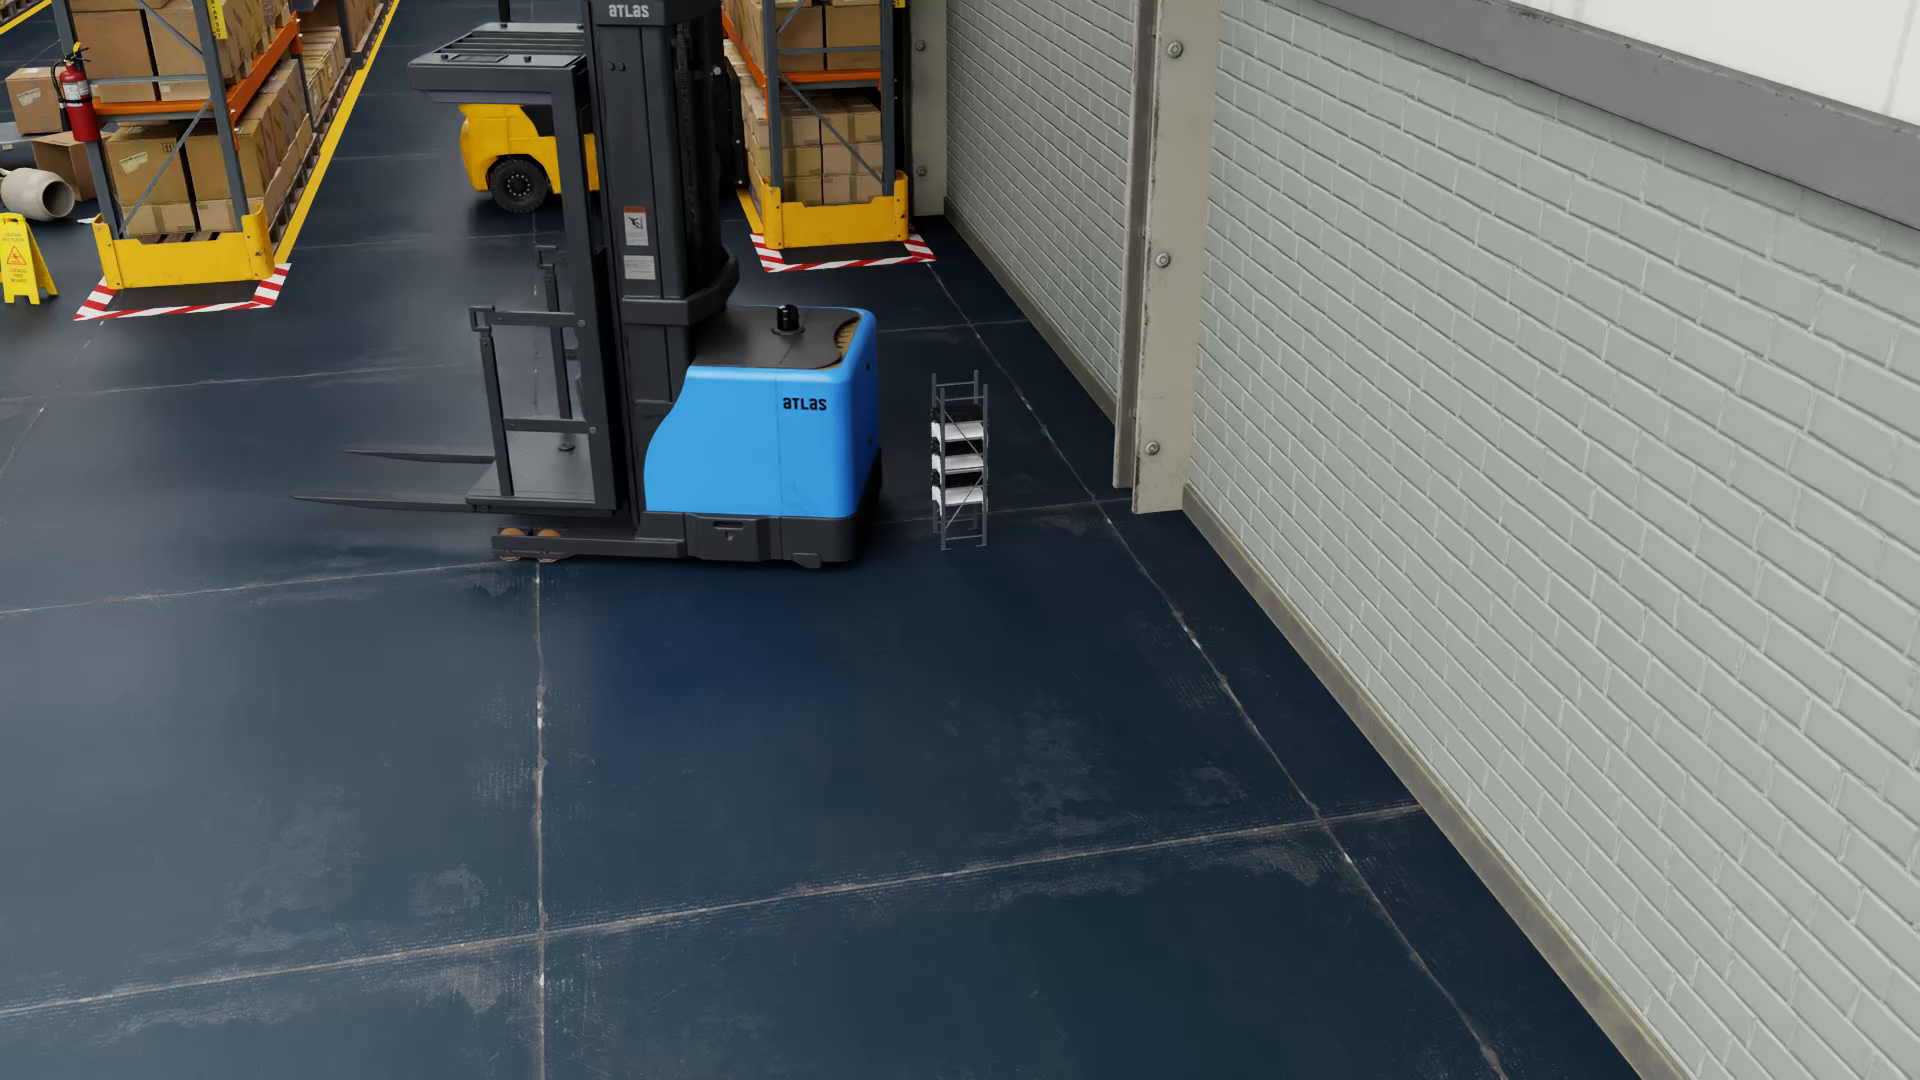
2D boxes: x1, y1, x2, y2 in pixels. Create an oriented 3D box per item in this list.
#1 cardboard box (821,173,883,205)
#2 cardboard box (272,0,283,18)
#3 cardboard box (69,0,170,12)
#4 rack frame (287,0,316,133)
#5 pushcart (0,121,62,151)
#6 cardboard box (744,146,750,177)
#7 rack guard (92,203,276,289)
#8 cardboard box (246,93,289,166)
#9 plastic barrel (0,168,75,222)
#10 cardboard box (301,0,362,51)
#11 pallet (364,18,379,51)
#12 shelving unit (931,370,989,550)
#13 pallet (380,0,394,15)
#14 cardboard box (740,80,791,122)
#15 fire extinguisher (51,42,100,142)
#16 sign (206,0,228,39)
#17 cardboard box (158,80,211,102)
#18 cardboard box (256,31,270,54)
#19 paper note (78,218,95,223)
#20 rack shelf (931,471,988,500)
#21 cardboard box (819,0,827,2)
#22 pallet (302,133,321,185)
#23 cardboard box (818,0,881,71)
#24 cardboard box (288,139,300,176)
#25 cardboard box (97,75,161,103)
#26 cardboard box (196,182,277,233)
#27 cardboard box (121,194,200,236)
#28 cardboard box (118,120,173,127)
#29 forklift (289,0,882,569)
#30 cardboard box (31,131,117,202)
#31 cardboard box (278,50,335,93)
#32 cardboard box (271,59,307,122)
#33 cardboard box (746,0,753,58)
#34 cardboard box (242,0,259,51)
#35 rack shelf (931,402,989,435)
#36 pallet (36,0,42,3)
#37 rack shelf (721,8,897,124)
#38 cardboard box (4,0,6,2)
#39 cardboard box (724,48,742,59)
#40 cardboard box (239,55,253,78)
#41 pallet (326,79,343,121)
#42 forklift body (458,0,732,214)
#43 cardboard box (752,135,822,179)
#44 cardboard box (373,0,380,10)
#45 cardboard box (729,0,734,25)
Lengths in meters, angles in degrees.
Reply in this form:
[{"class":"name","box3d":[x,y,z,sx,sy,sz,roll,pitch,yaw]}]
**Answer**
[{"class":"cardboard box","box3d":[-0.940,-3.015,13.981,0.500,0.250,0.500,-6,27,-11]},{"class":"cardboard box","box3d":[-6.292,-4.853,14.594,0.500,0.500,0.500,-5,27,-10]},{"class":"cardboard box","box3d":[-6.183,-4.140,12.073,0.700,0.500,0.500,-7,28,-13]},{"class":"rack frame","box3d":[-6.757,-5.070,15.466,1.000,3.000,0.127,-6,27,-12]},{"class":"pushcart","box3d":[-8.967,-3.646,15.555,1.648,0.377,0.936,-16,31,-29]},{"class":"cardboard box","box3d":[-1.641,-3.394,14.731,0.500,0.250,0.500,-6,27,-11]},{"class":"rack guard","box3d":[-5.873,-2.232,12.617,1.175,0.500,0.348,-6,27,-12]},{"class":"cardboard box","box3d":[-6.001,-3.452,14.013,0.500,0.500,0.500,-5,27,-11]},{"class":"plastic barrel","box3d":[-7.796,-2.917,14.060,0.512,0.421,0.421,13,30,24]},{"class":"cardboard box","box3d":[-7.733,-6.377,19.947,0.875,0.875,0.875,-6,27,-12]},{"class":"pallet","box3d":[-8.034,-6.470,21.334,1.003,0.211,1.213,-6,27,-12]},{"class":"shelving unit","box3d":[-0.002,-0.405,8.554,0.258,0.900,0.210,-6,27,-12]},{"class":"pallet","box3d":[-8.655,-7.679,23.730,1.003,0.211,1.213,-6,27,-12]},{"class":"cardboard box","box3d":[-1.672,-3.841,14.506,0.500,0.250,0.500,-6,27,-11]},{"class":"fire extinguisher","box3d":[-6.279,-3.183,11.813,0.296,0.674,0.183,-6,27,-12]},{"class":"sign","box3d":[-5.327,-3.756,11.902,0.100,0.325,0.005,-6,27,-12]},{"class":"cardboard box","box3d":[-5.730,-3.372,12.381,0.380,0.149,0.250,-6,27,-11]},{"class":"cardboard box","box3d":[-6.033,-4.178,13.977,0.380,0.149,0.250,-6,27,-11]},{"class":"paper note","box3d":[-7.391,-2.712,14.090,0.142,0.019,0.148,-16,31,-29]},{"class":"rack shelf","box3d":[-0.002,-0.295,8.610,0.258,0.077,0.200,-6,27,-12]},{"class":"cardboard box","box3d":[-0.962,-4.431,13.370,0.380,0.149,0.250,-6,27,-12]},{"class":"pallet","box3d":[-6.571,-3.534,15.518,1.003,0.211,1.213,-6,27,-12]},{"class":"cardboard box","box3d":[-0.861,-4.110,13.453,0.500,0.500,0.500,-5,27,-10]},{"class":"cardboard box","box3d":[-6.122,-3.342,14.627,0.500,0.250,0.500,-6,27,-11]},{"class":"cardboard box","box3d":[-6.148,-3.345,12.326,0.380,0.149,0.250,-5,27,-10]},{"class":"cardboard box","box3d":[-5.768,-2.656,13.270,0.500,0.250,0.500,-6,27,-12]},{"class":"cardboard box","box3d":[-6.305,-2.612,13.182,0.500,0.250,0.500,-6,27,-12]},{"class":"cardboard box","box3d":[-6.438,-3.378,13.147,0.380,0.149,0.250,-5,27,-10]},{"class":"forklift","box3d":[-1.978,-1.426,8.322,3.031,2.935,1.130,2,27,5]},{"class":"cardboard box","box3d":[-7.841,-3.347,14.823,0.500,0.500,0.500,13,30,24]},{"class":"cardboard box","box3d":[-7.201,-4.935,17.649,0.950,0.372,0.625,-5,27,-10]},{"class":"cardboard box","box3d":[-6.362,-4.133,15.362,0.500,0.500,0.500,-6,27,-12]},{"class":"cardboard box","box3d":[-1.495,-4.283,13.795,0.500,0.500,0.500,-5,27,-10]},{"class":"cardboard box","box3d":[-5.928,-4.178,13.258,0.500,0.500,0.500,-6,27,-13]},{"class":"rack shelf","box3d":[-0.002,-0.617,8.448,0.258,0.077,0.200,-6,27,-12]},{"class":"pallet","box3d":[-14.095,-8.153,24.668,1.003,0.211,1.213,-6,27,-12]},{"class":"rack shelf","box3d":[-1.471,-4.377,14.891,1.077,0.370,4.000,-6,27,-12]},{"class":"cardboard box","box3d":[-13.401,-7.470,22.918,0.380,0.149,0.250,-7,28,-13]},{"class":"cardboard box","box3d":[-2.013,-4.513,15.837,0.500,0.250,0.500,-6,27,-12]},{"class":"cardboard box","box3d":[-5.794,-3.722,13.075,0.380,0.149,0.250,-6,27,-11]},{"class":"pallet","box3d":[-7.212,-4.704,17.835,1.003,0.211,1.213,-6,27,-12]},{"class":"forklift body","box3d":[-3.225,-4.088,14.463,2.313,2.155,1.214,-6,27,-12]},{"class":"cardboard box","box3d":[-1.435,-3.185,13.762,0.500,0.250,0.500,-6,27,-12]},{"class":"cardboard box","box3d":[-8.342,-7.557,22.286,0.875,0.875,0.875,-5,27,-10]},{"class":"cardboard box","box3d":[-1.827,-4.950,15.117,0.500,0.500,0.500,-6,27,-12]}]
